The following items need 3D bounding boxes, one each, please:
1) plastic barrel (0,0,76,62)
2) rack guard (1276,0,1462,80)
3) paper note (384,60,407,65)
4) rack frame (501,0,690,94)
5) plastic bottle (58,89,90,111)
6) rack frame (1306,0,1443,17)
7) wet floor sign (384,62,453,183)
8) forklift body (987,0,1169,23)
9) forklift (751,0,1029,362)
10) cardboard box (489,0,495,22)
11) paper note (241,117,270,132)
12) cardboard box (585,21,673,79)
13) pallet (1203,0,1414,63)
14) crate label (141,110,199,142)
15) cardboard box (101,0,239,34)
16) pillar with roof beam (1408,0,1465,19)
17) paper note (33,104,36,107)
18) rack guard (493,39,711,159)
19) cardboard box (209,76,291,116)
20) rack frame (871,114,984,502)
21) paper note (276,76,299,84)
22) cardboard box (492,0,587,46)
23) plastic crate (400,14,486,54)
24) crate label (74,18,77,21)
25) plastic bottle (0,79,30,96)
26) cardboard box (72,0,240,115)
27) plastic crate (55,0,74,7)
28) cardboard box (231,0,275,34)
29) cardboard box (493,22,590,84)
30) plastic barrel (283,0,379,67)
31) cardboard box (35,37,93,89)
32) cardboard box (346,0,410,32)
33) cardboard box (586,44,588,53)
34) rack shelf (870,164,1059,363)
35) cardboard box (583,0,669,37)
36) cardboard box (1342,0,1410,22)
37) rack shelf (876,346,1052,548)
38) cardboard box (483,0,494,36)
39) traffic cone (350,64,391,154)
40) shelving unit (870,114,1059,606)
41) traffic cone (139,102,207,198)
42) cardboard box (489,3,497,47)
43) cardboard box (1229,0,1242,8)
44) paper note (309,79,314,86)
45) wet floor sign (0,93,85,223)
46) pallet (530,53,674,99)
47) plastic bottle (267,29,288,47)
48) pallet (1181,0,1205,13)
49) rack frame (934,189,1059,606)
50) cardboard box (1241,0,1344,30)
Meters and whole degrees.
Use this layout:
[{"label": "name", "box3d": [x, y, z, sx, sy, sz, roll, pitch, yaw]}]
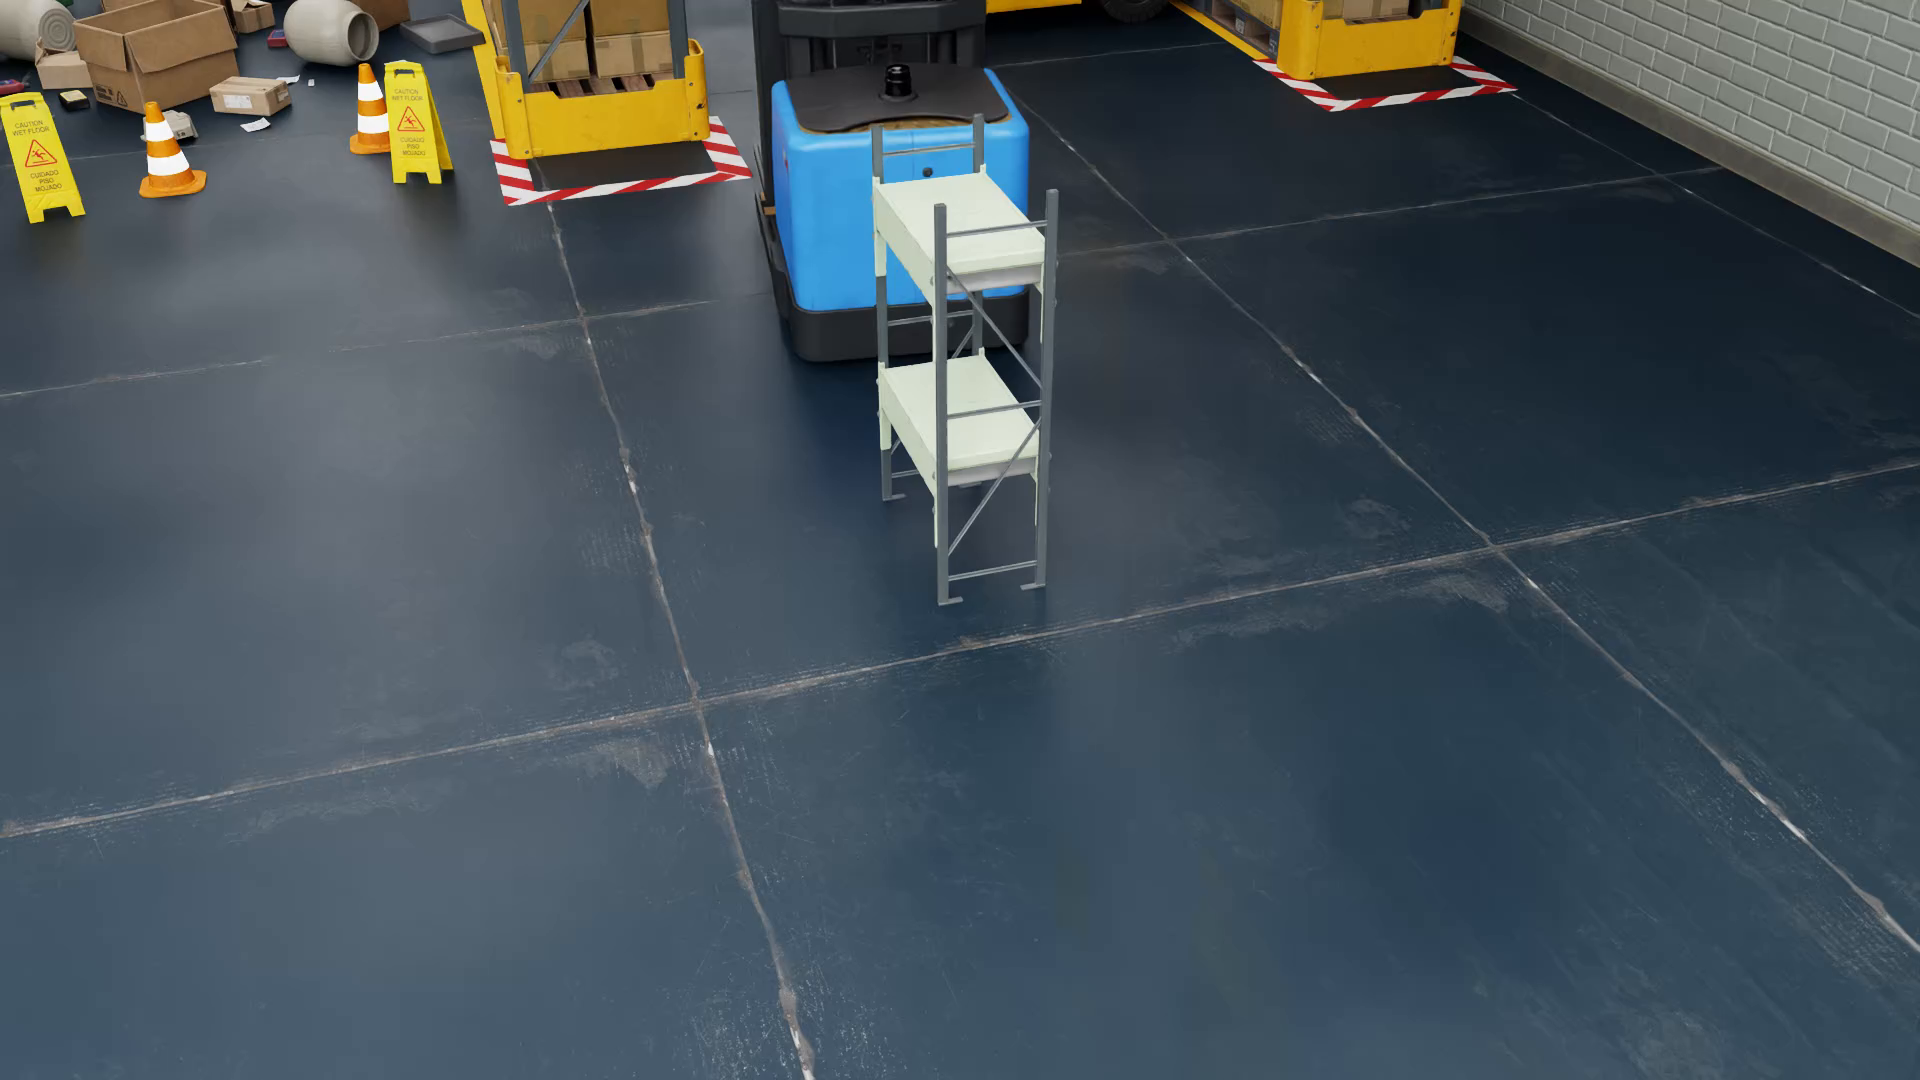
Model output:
[{"label": "plastic barrel", "box3d": [-6.149, -3.381, 10.983, 0.512, 0.421, 0.421, 13, 36, 18]}, {"label": "rack guard", "box3d": [2.681, -3.360, 10.881, 1.175, 0.500, 0.348, -10, 35, -15]}, {"label": "paper note", "box3d": [-3.716, -3.152, 10.993, 0.142, 0.019, 0.148, -23, 40, -31]}, {"label": "rack frame", "box3d": [-2.052, -3.579, 8.945, 1.000, 3.000, 0.127, -10, 35, -15]}, {"label": "plastic bottle", "box3d": [-5.522, -2.743, 10.346, 0.133, 0.061, 0.283, -23, 40, -31]}, {"label": "rack frame", "box3d": [2.674, -4.416, 10.211, 1.000, 3.000, 0.127, -10, 35, -15]}, {"label": "wet floor sign", "box3d": [-3.013, -2.317, 9.171, 0.267, 0.644, 0.232, 1, 33, 2]}, {"label": "forklift body", "box3d": [0.358, -4.750, 11.488, 2.313, 2.155, 1.214, -10, 35, -15]}, {"label": "forklift", "box3d": [-0.469, -2.808, 7.841, 1.130, 2.935, 3.031, -6, 34, -9]}, {"label": "cardboard box", "box3d": [-2.707, -3.570, 10.365, 0.500, 0.500, 0.500, -9, 34, -13]}, {"label": "paper note", "box3d": [-4.236, -2.502, 10.008, 0.148, 0.019, 0.142, -23, 40, -31]}, {"label": "cardboard box", "box3d": [-2.035, -3.077, 10.299, 0.500, 0.250, 0.500, -10, 35, -15]}, {"label": "pallet", "box3d": [2.401, -3.647, 11.577, 1.003, 0.211, 1.213, -10, 35, -15]}, {"label": "crate label", "box3d": [-4.664, -2.431, 9.804, 0.298, 0.136, 0.250, 27, 42, 34]}, {"label": "cardboard box", "box3d": [-5.292, -3.580, 11.088, 0.797, 0.637, 0.503, -10, 35, -15]}, {"label": "pillar with roof beam", "box3d": [-0.780, -6.712, 8.244, 9.100, 9.000, 0.400, -10, 35, -15]}, {"label": "paper note", "box3d": [-5.754, -2.685, 10.304, 0.032, 0.001, 0.123, 7, 34, 10]}, {"label": "rack guard", "box3d": [-2.076, -2.576, 9.695, 1.175, 0.500, 0.348, -10, 35, -15]}, {"label": "cardboard box", "box3d": [-4.376, -2.738, 10.258, 0.380, 0.149, 0.250, 7, 34, 10]}, {"label": "rack frame", "box3d": [-0.110, -0.814, 6.122, 0.400, 1.500, 0.023, -10, 35, -15]}, {"label": "paper note", "box3d": [-4.353, -2.968, 10.724, 0.148, 0.019, 0.142, 1, 33, 2]}, {"label": "cardboard box", "box3d": [-2.545, -3.297, 9.951, 0.500, 0.500, 0.500, -10, 35, -14]}, {"label": "plastic crate", "box3d": [-3.574, -3.499, 11.472, 0.402, 0.080, 0.583, -23, 40, -31]}, {"label": "crate label", "box3d": [-6.226, -3.518, 11.449, 0.250, 0.136, 0.298, 19, 38, 26]}, {"label": "plastic bottle", "box3d": [-6.051, -2.862, 10.525, 0.283, 0.061, 0.133, -23, 40, -31]}, {"label": "cardboard box", "box3d": [-4.999, -3.034, 10.385, 0.637, 0.503, 0.797, 19, 38, 26]}, {"label": "plastic crate", "box3d": [-6.655, -3.773, 11.738, 0.450, 0.188, 0.662, -2, 32, 16]}, {"label": "cardboard box", "box3d": [-5.068, -3.750, 11.684, 0.396, 0.266, 0.258, 19, 38, 26]}, {"label": "cardboard box", "box3d": [-2.562, -2.999, 10.180, 0.500, 0.250, 0.500, -10, 35, -15]}, {"label": "plastic barrel", "box3d": [-4.124, -3.334, 10.911, 0.512, 0.421, 0.421, 13, 36, 18]}, {"label": "cardboard box", "box3d": [-5.677, -3.060, 10.640, 0.396, 0.266, 0.258, -4, 34, -6]}, {"label": "cardboard box", "box3d": [-4.241, -3.846, 11.614, 0.500, 0.500, 0.500, 13, 36, 18]}, {"label": "cardboard box", "box3d": [-2.184, -3.346, 10.706, 0.500, 0.250, 0.500, -9, 34, -13]}, {"label": "rack shelf", "box3d": [0.002, -0.948, 5.616, 0.431, 0.370, 0.720, -10, 35, -15]}, {"label": "cardboard box", "box3d": [-2.043, -3.402, 10.111, 0.500, 0.500, 0.500, -11, 35, -16]}, {"label": "cardboard box", "box3d": [2.710, -3.734, 11.294, 0.500, 0.250, 0.500, -10, 35, -15]}, {"label": "rack shelf", "box3d": [0.002, -0.350, 6.011, 0.431, 0.370, 0.720, -10, 35, -15]}, {"label": "cardboard box", "box3d": [-2.871, -3.533, 10.989, 0.500, 0.250, 0.500, -11, 35, -16]}, {"label": "traffic cone", "box3d": [-3.412, -2.529, 9.658, 0.336, 0.463, 0.334, -10, 35, -15]}, {"label": "shelving unit", "box3d": [0.002, -0.622, 5.831, 0.431, 1.500, 0.755, -10, 35, -15]}, {"label": "traffic cone", "box3d": [-4.365, -2.164, 9.105, 0.336, 0.463, 0.334, -10, 35, -15]}, {"label": "cardboard box", "box3d": [-2.706, -3.259, 10.575, 0.500, 0.250, 0.500, -10, 35, -15]}, {"label": "cardboard box", "box3d": [2.087, -3.900, 11.544, 0.500, 0.250, 0.500, -10, 35, -15]}, {"label": "paper note", "box3d": [-4.171, -2.942, 10.693, 0.032, 0.001, 0.123, -10, 35, -15]}, {"label": "wet floor sign", "box3d": [-4.841, -2.029, 8.735, 0.267, 0.644, 0.232, -16, 37, -23]}, {"label": "pallet", "box3d": [-2.290, -2.888, 10.429, 1.003, 0.211, 1.213, -10, 35, -15]}, {"label": "plastic bottle", "box3d": [-4.665, -3.460, 11.431, 0.133, 0.061, 0.283, -4, 34, -6]}, {"label": "pallet", "box3d": [2.032, -4.286, 12.545, 1.003, 0.211, 1.213, -10, 35, -15]}, {"label": "rack frame", "box3d": [0.114, -0.430, 5.540, 0.400, 1.500, 0.023, -10, 35, -15]}, {"label": "cardboard box", "box3d": [2.229, -3.637, 11.147, 0.500, 0.250, 0.500, -10, 35, -14]}]
